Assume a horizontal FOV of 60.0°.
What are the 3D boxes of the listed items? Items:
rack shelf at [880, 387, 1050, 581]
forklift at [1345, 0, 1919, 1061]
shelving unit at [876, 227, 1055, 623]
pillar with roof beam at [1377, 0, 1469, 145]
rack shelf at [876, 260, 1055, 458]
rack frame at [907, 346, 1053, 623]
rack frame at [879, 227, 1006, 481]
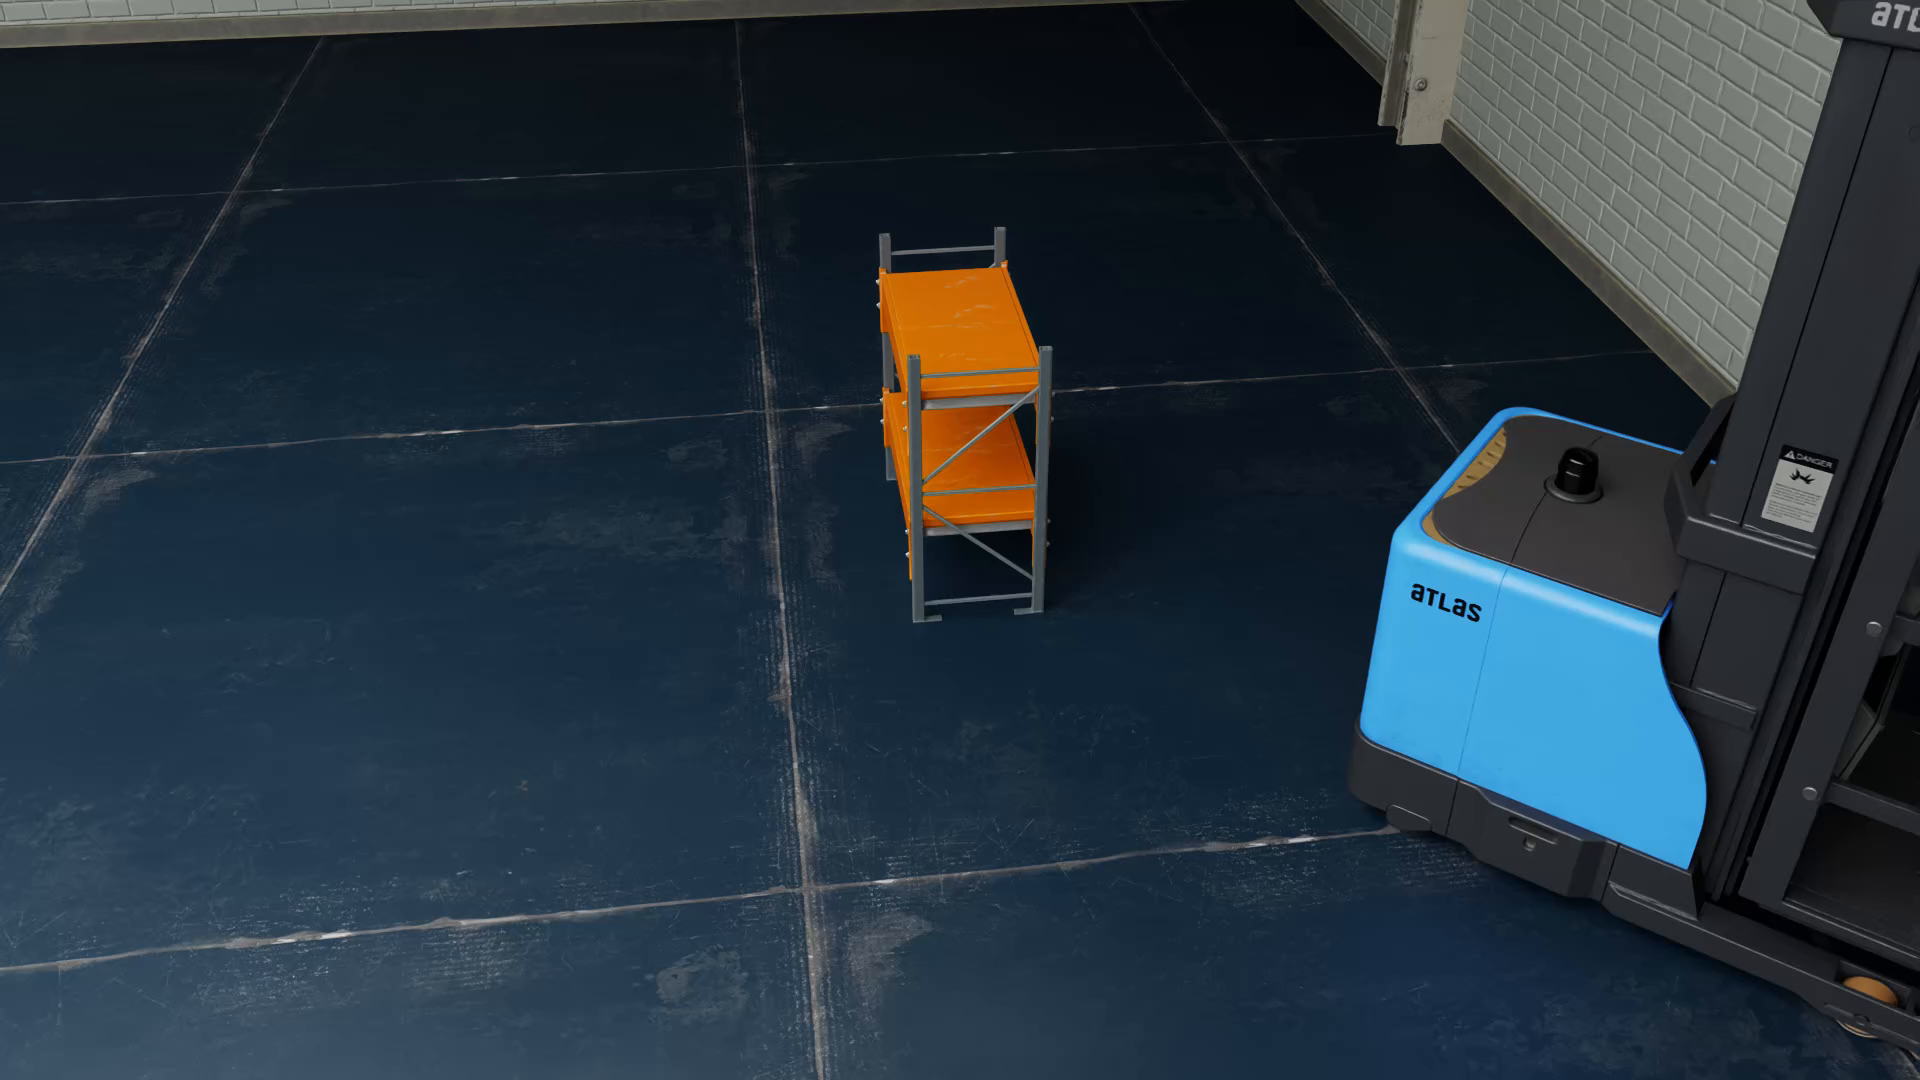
[{"bbox_3d":[0.001,-0.259,6.565,0.538,0.278,1.000,-4,35,-6],"label":"rack shelf"},{"bbox_3d":[2.764,-0.091,4.280,3.031,2.935,1.130,21,40,28],"label":"forklift"},{"bbox_3d":[0.001,-0.461,6.428,0.538,1.125,1.048,-4,35,-6],"label":"shelving unit"},{"bbox_3d":[-1.407,-5.973,7.524,9.100,9.000,0.400,-4,35,-6],"label":"pillar with roof beam"},{"bbox_3d":[0.001,-0.703,6.263,0.538,0.278,1.000,-4,35,-6],"label":"rack shelf"},{"bbox_3d":[0.069,-0.177,6.011,0.500,1.125,0.032,-4,35,-6],"label":"rack frame"},{"bbox_3d":[-0.067,-0.745,6.844,0.500,1.125,0.032,-4,35,-6],"label":"rack frame"}]
